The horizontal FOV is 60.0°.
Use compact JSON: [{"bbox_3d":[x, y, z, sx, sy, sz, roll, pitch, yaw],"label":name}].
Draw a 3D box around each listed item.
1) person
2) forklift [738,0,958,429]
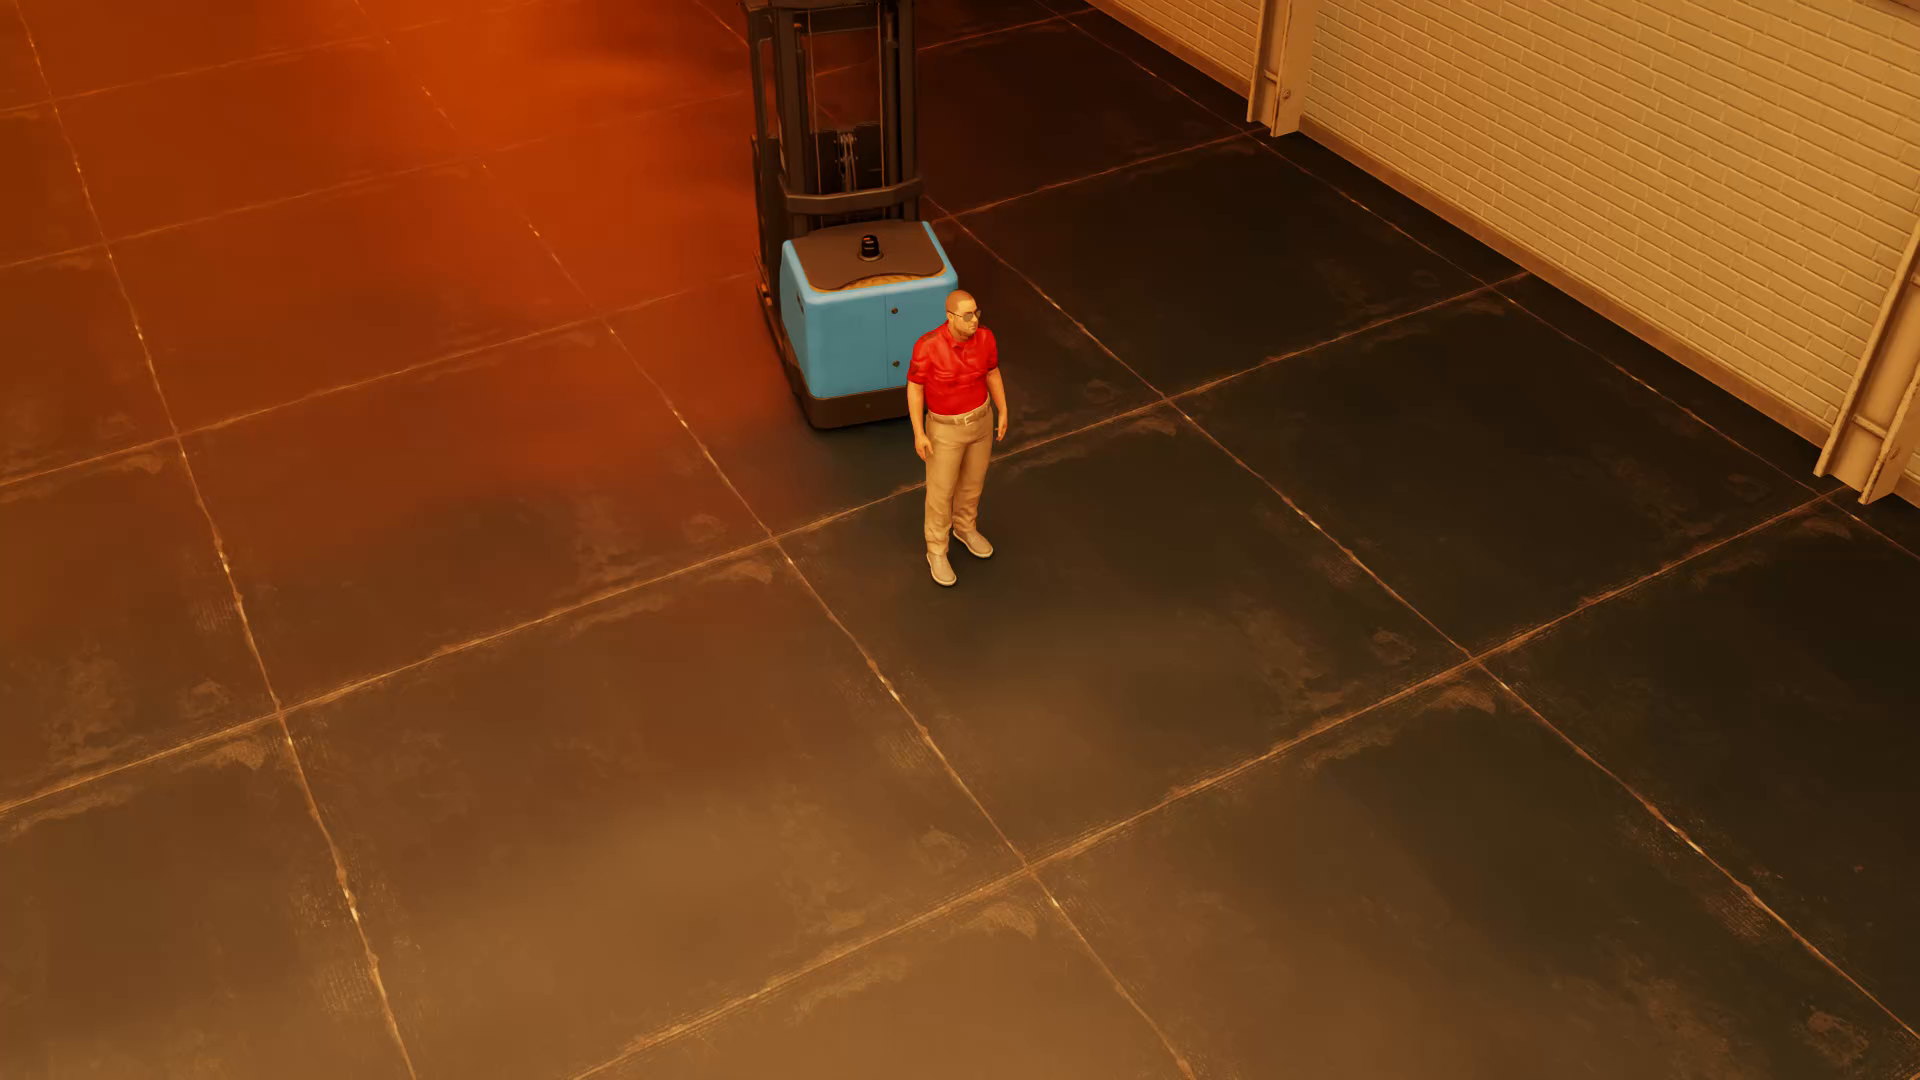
[{"bbox_3d":[0.034,-0.617,9.711,0.640,1.727,0.551,-20,44,-23],"label":"person"},{"bbox_3d":[-0.891,-2.820,11.436,1.130,2.935,3.031,-10,41,-12],"label":"forklift"}]
